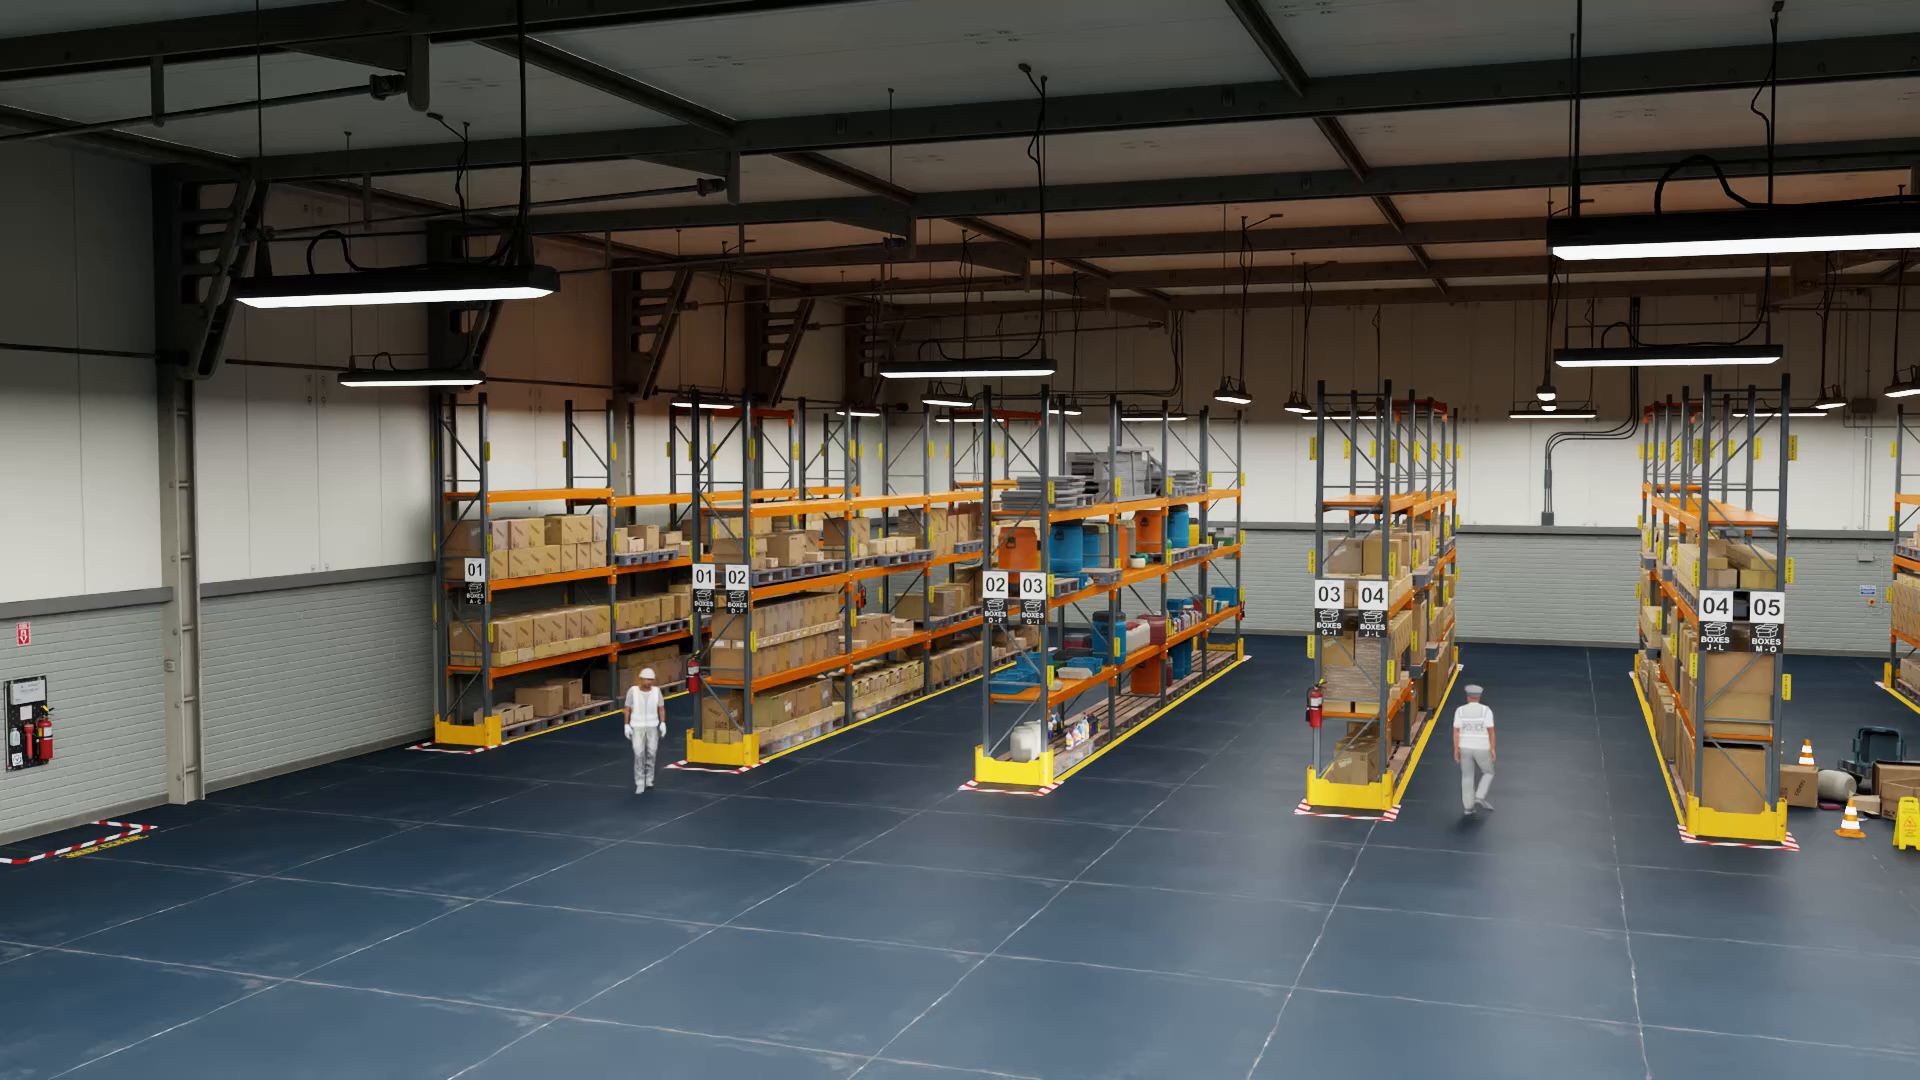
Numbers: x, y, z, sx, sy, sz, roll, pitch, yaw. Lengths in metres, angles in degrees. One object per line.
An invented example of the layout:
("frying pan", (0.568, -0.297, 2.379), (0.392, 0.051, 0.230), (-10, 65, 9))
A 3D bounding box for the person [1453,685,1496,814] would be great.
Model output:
("person", (7.107, 2.891, 22.960), (0.581, 1.754, 0.479), (2, 4, 32))

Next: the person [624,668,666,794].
("person", (-4.641, 2.821, 24.607), (0.581, 1.832, 0.592), (-1, 3, -24))
